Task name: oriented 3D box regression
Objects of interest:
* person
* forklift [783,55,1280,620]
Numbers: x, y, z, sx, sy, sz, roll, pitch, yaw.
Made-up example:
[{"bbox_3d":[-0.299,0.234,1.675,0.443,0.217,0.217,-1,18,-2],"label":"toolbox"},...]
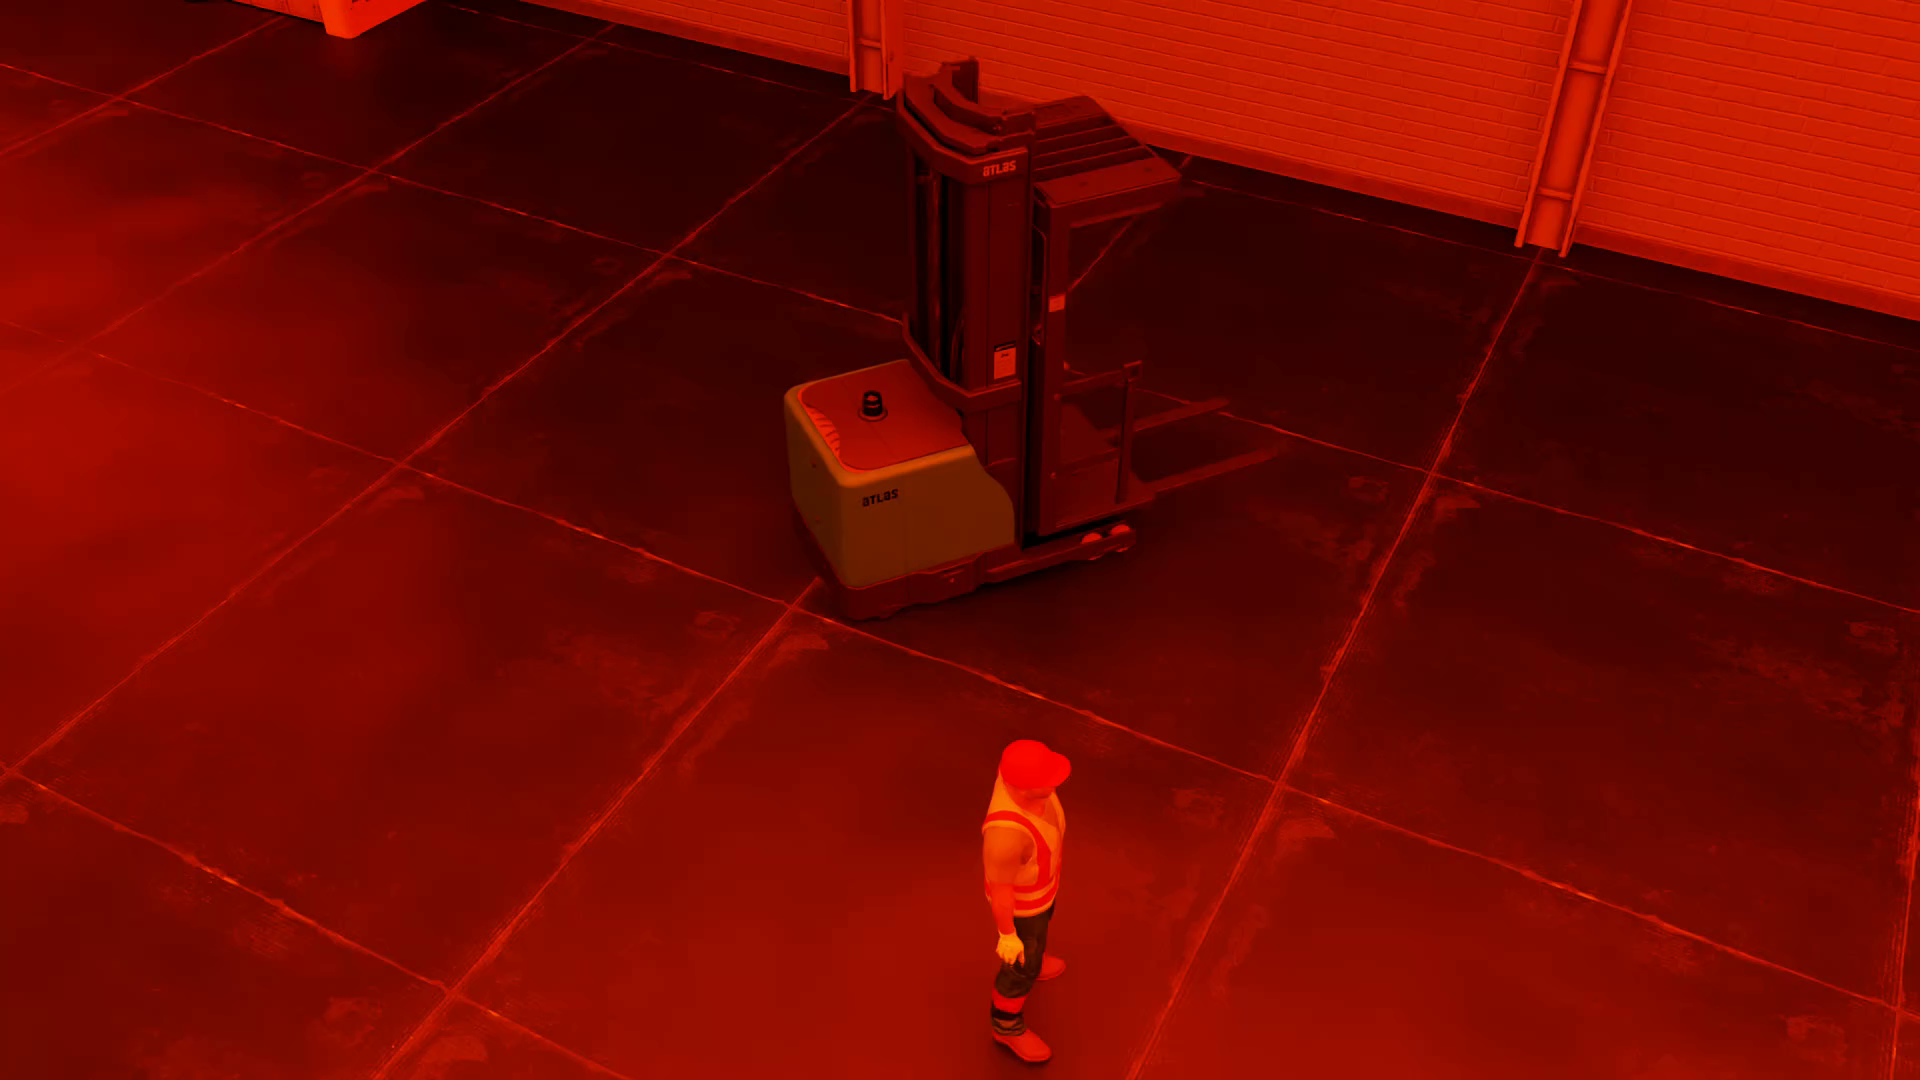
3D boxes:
[{"bbox_3d":[0.282,1.492,7.109,0.348,1.788,0.650,7,41,9],"label":"person"},{"bbox_3d":[0.521,-1.292,9.521,3.031,2.935,1.130,-16,43,-18],"label":"forklift"}]
